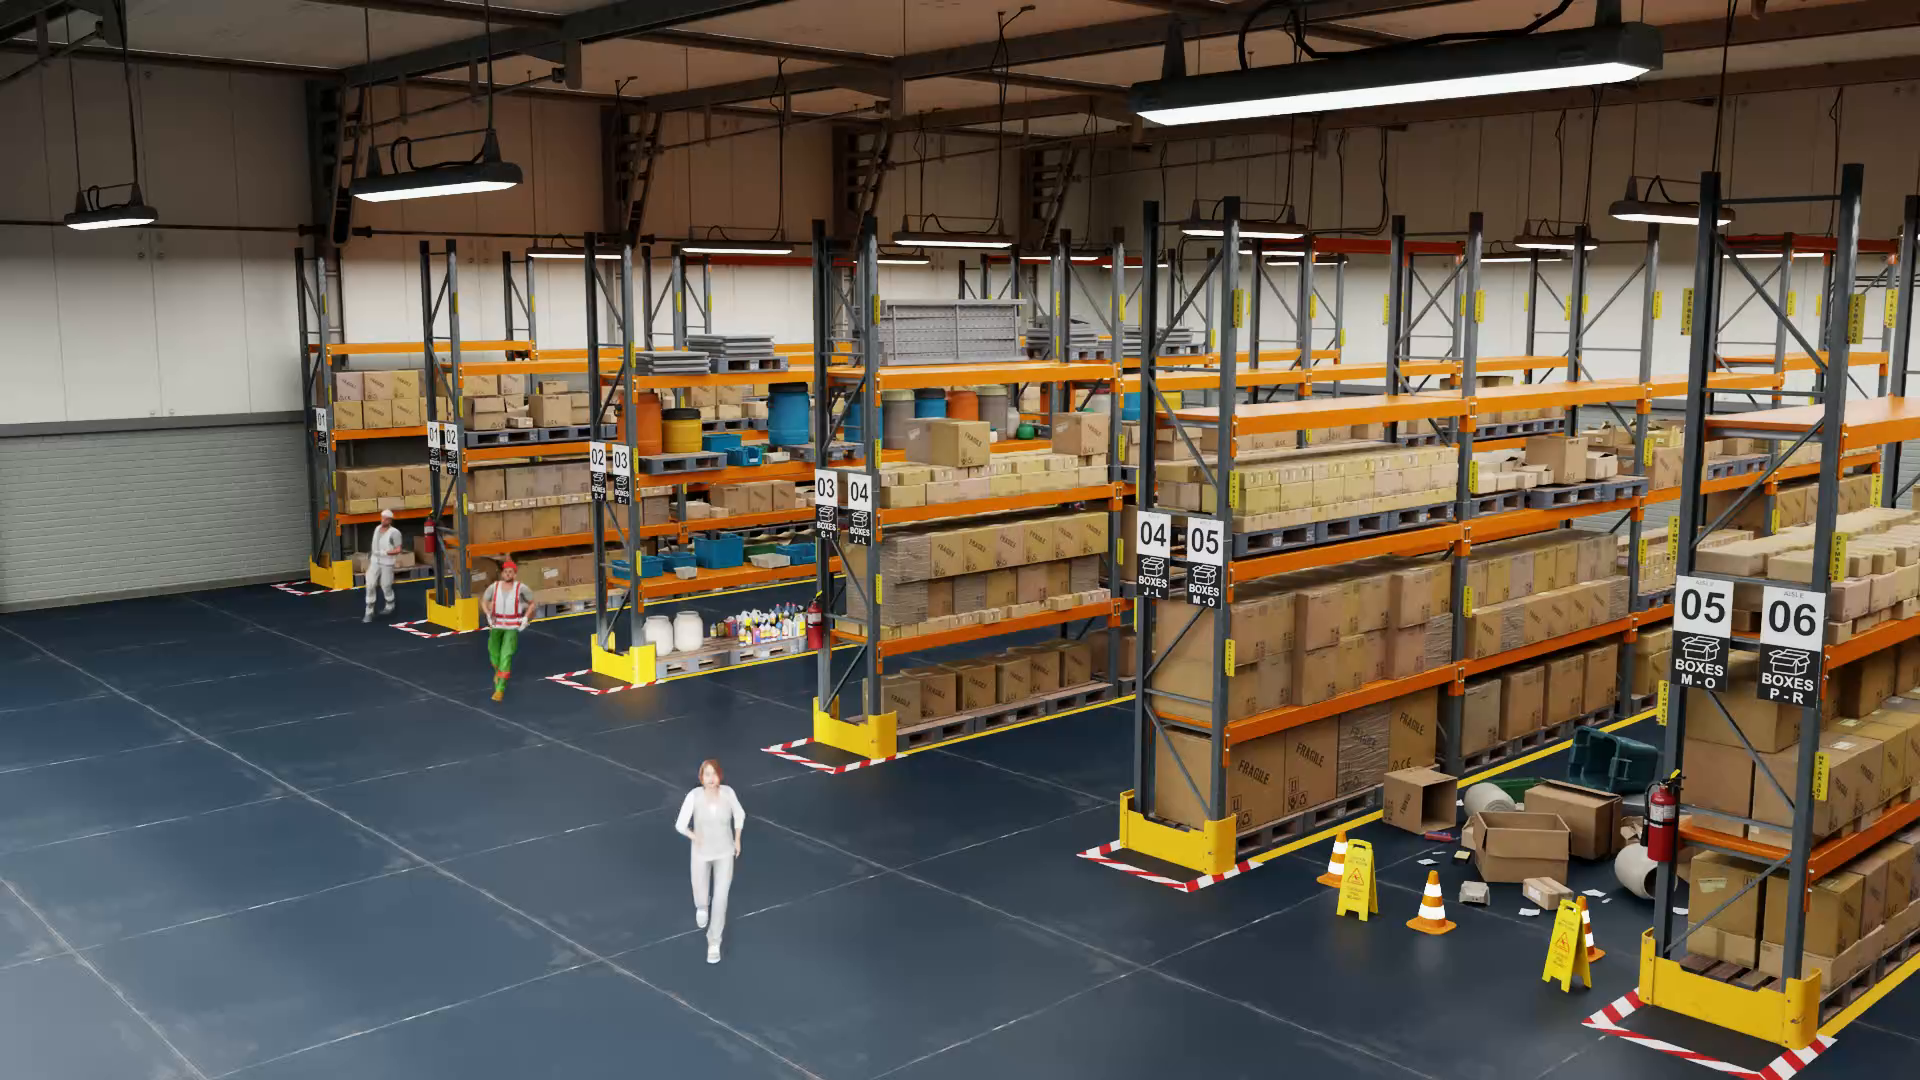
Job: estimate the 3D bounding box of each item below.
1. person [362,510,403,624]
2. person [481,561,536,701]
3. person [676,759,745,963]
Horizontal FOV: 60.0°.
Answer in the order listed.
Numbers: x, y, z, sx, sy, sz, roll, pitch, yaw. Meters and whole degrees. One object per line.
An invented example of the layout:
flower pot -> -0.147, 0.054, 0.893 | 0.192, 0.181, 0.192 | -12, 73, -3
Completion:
person -> -9.164, 0.410, 26.565 | 0.659, 1.819, 0.749 | 1, 8, 10
person -> -5.870, 1.146, 21.597 | 0.689, 1.775, 0.777 | -1, 8, -4
person -> -1.961, 2.481, 13.136 | 0.549, 1.566, 0.687 | -2, 9, -13
